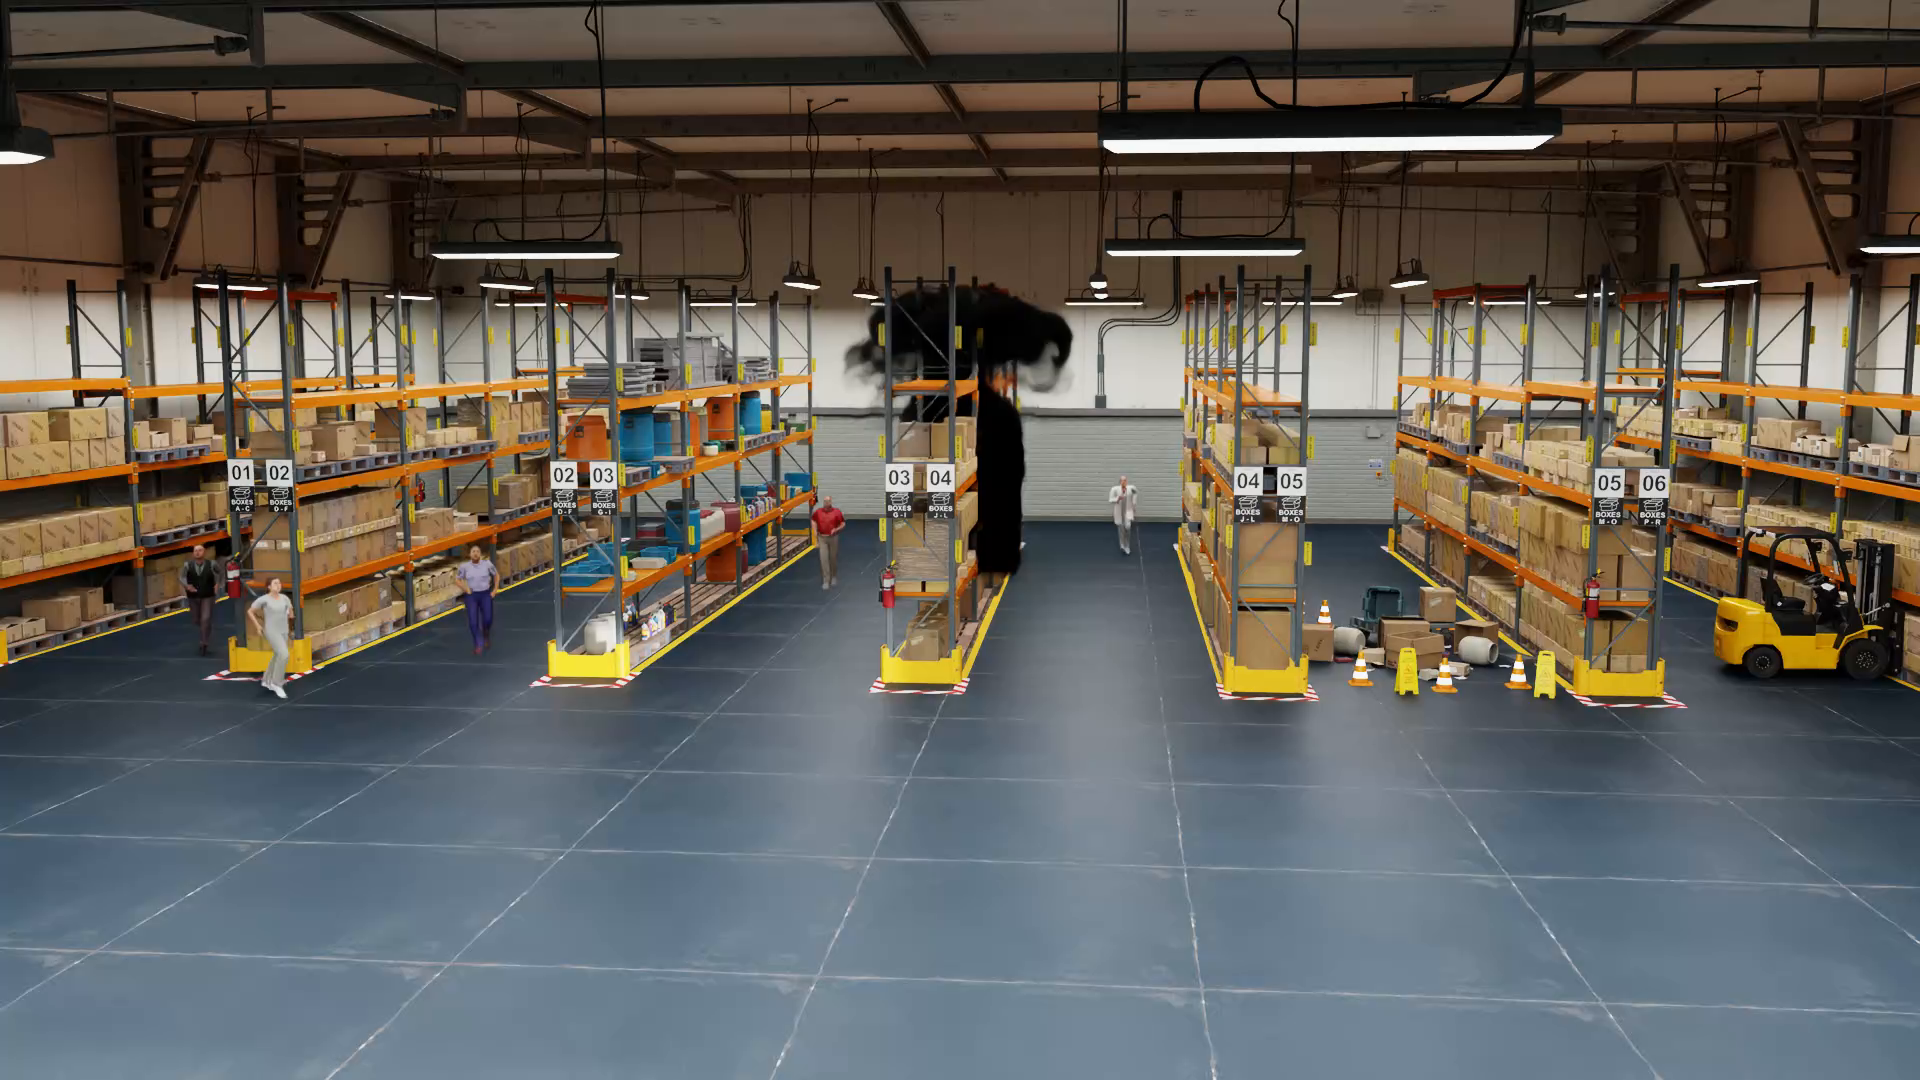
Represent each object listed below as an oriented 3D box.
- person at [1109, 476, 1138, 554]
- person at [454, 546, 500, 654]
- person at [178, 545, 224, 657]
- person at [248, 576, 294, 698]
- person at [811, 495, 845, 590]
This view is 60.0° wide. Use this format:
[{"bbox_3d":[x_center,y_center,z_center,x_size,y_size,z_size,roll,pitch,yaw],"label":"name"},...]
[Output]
[{"bbox_3d":[3.822,-0.583,38.859,0.667,1.852,0.910,1,7,6],"label":"person"},{"bbox_3d":[-7.230,0.902,24.967,0.661,1.619,0.492,-3,7,-20],"label":"person"},{"bbox_3d":[-12.155,0.935,26.630,0.629,1.727,1.126,-1,7,-9],"label":"person"},{"bbox_3d":[-9.600,1.349,23.331,0.726,1.711,0.532,3,8,25],"label":"person"},{"bbox_3d":[-2.513,0.038,31.612,0.666,1.775,0.758,0,7,-1],"label":"person"}]
